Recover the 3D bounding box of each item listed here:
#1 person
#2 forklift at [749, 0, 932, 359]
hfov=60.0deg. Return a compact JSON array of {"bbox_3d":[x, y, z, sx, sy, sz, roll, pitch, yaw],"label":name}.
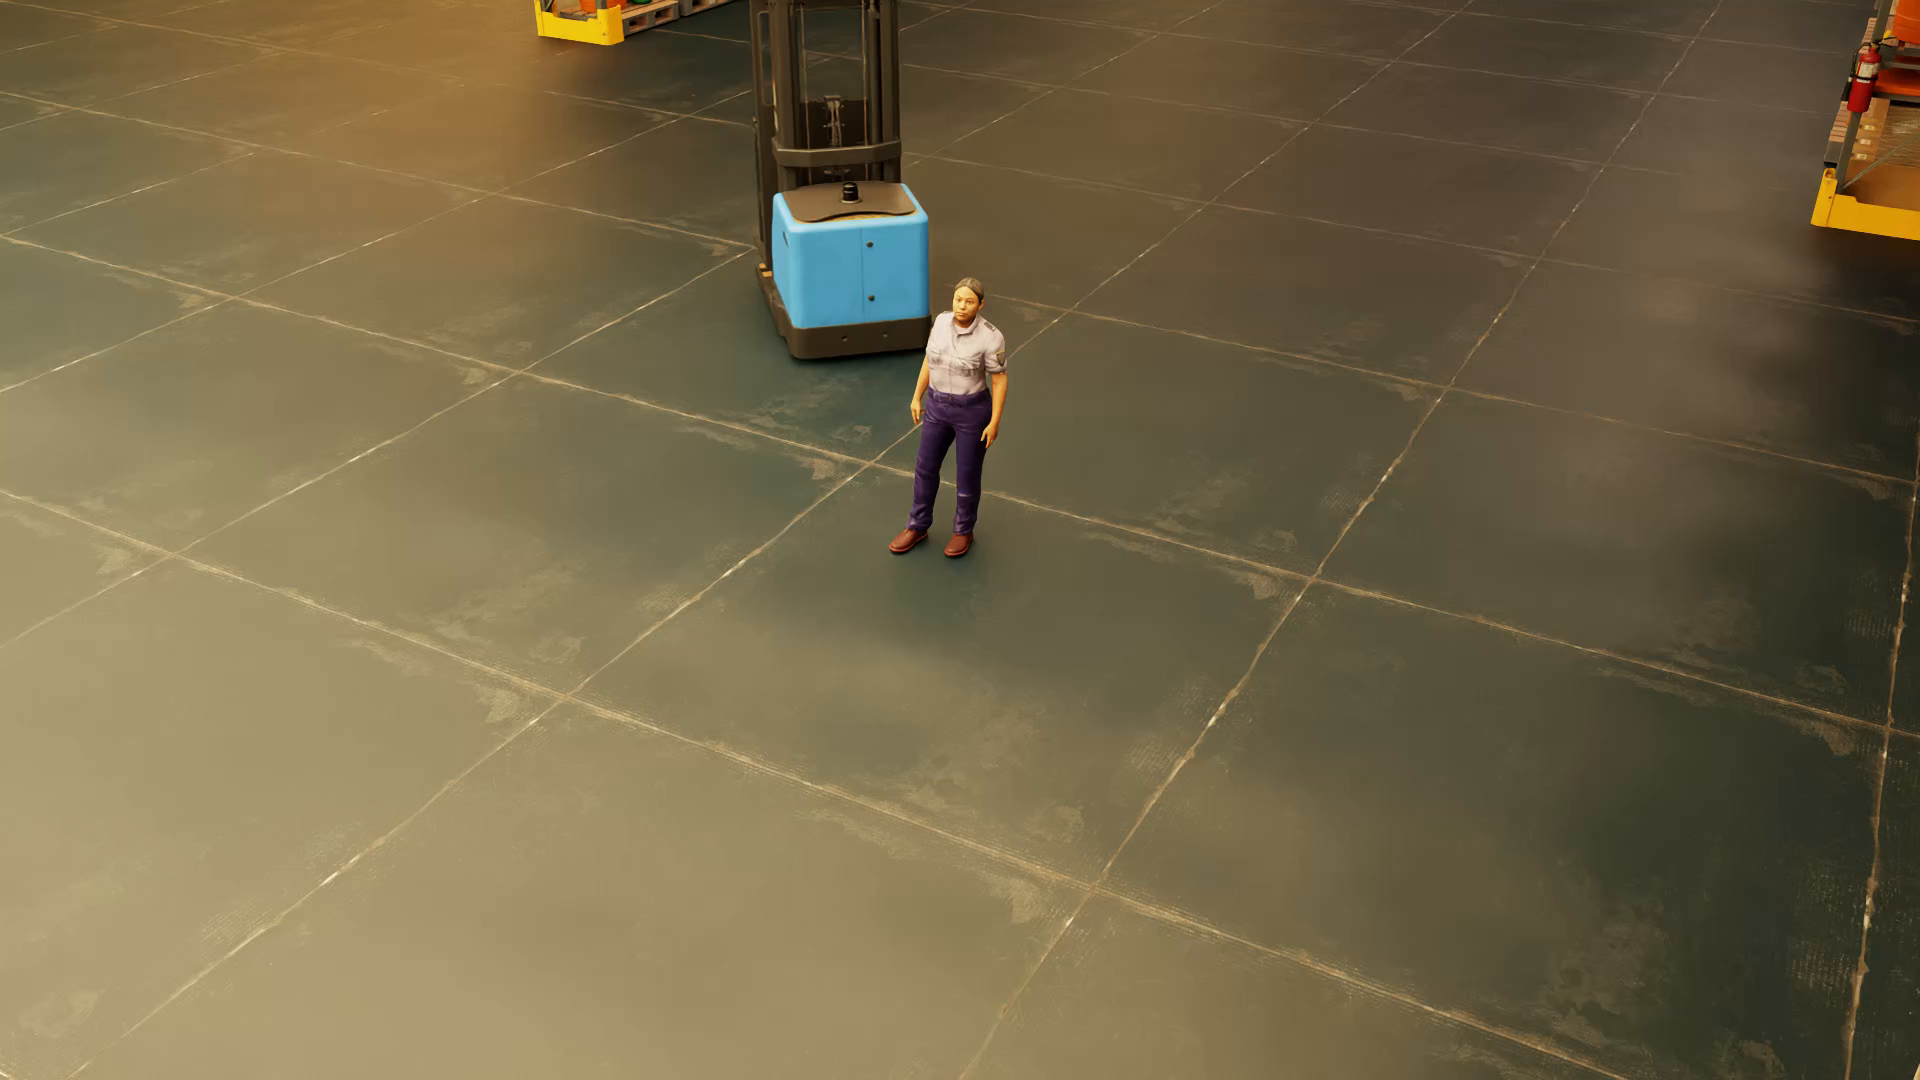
[{"bbox_3d":[-0.064,-0.682,9.531,0.598,1.643,0.502,15,33,25],"label":"person"},{"bbox_3d":[-1.057,-3.314,12.812,1.130,2.935,3.031,-7,31,-12],"label":"forklift"}]
